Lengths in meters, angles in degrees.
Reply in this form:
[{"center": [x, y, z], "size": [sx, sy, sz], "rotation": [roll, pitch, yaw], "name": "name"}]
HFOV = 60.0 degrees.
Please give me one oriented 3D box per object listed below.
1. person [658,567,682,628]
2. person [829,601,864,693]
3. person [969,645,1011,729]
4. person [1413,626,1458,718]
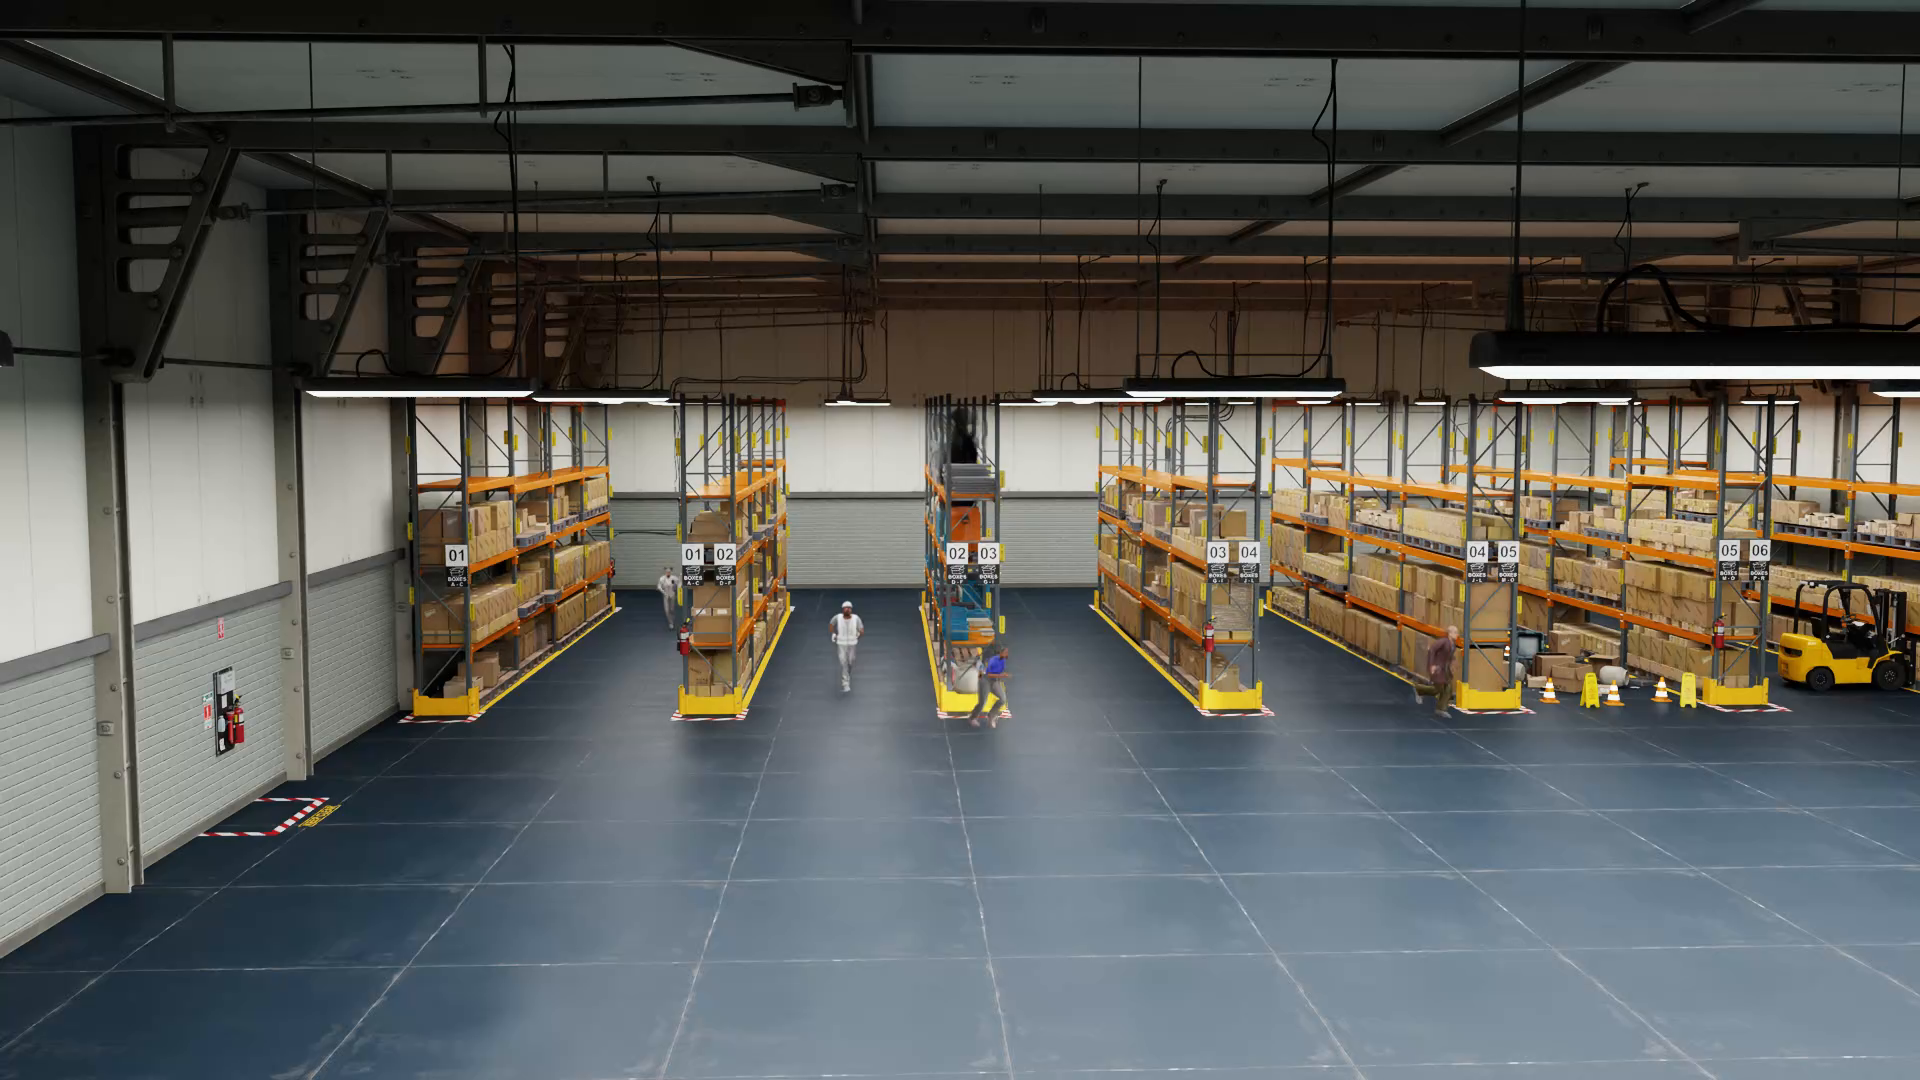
[{"center": [-7.589, 1.488, 43.471], "size": [0.603, 1.635, 0.696], "rotation": [0, 5, -2], "name": "person"}, {"center": [-2.301, 2.141, 33.899], "size": [0.681, 1.794, 0.990], "rotation": [-1, 5, -12], "name": "person"}, {"center": [0.571, 2.615, 29.800], "size": [0.940, 1.539, 0.606], "rotation": [3, 6, 38], "name": "person"}, {"center": [8.909, 2.435, 31.114], "size": [0.878, 1.725, 0.711], "rotation": [4, 6, 42], "name": "person"}]
